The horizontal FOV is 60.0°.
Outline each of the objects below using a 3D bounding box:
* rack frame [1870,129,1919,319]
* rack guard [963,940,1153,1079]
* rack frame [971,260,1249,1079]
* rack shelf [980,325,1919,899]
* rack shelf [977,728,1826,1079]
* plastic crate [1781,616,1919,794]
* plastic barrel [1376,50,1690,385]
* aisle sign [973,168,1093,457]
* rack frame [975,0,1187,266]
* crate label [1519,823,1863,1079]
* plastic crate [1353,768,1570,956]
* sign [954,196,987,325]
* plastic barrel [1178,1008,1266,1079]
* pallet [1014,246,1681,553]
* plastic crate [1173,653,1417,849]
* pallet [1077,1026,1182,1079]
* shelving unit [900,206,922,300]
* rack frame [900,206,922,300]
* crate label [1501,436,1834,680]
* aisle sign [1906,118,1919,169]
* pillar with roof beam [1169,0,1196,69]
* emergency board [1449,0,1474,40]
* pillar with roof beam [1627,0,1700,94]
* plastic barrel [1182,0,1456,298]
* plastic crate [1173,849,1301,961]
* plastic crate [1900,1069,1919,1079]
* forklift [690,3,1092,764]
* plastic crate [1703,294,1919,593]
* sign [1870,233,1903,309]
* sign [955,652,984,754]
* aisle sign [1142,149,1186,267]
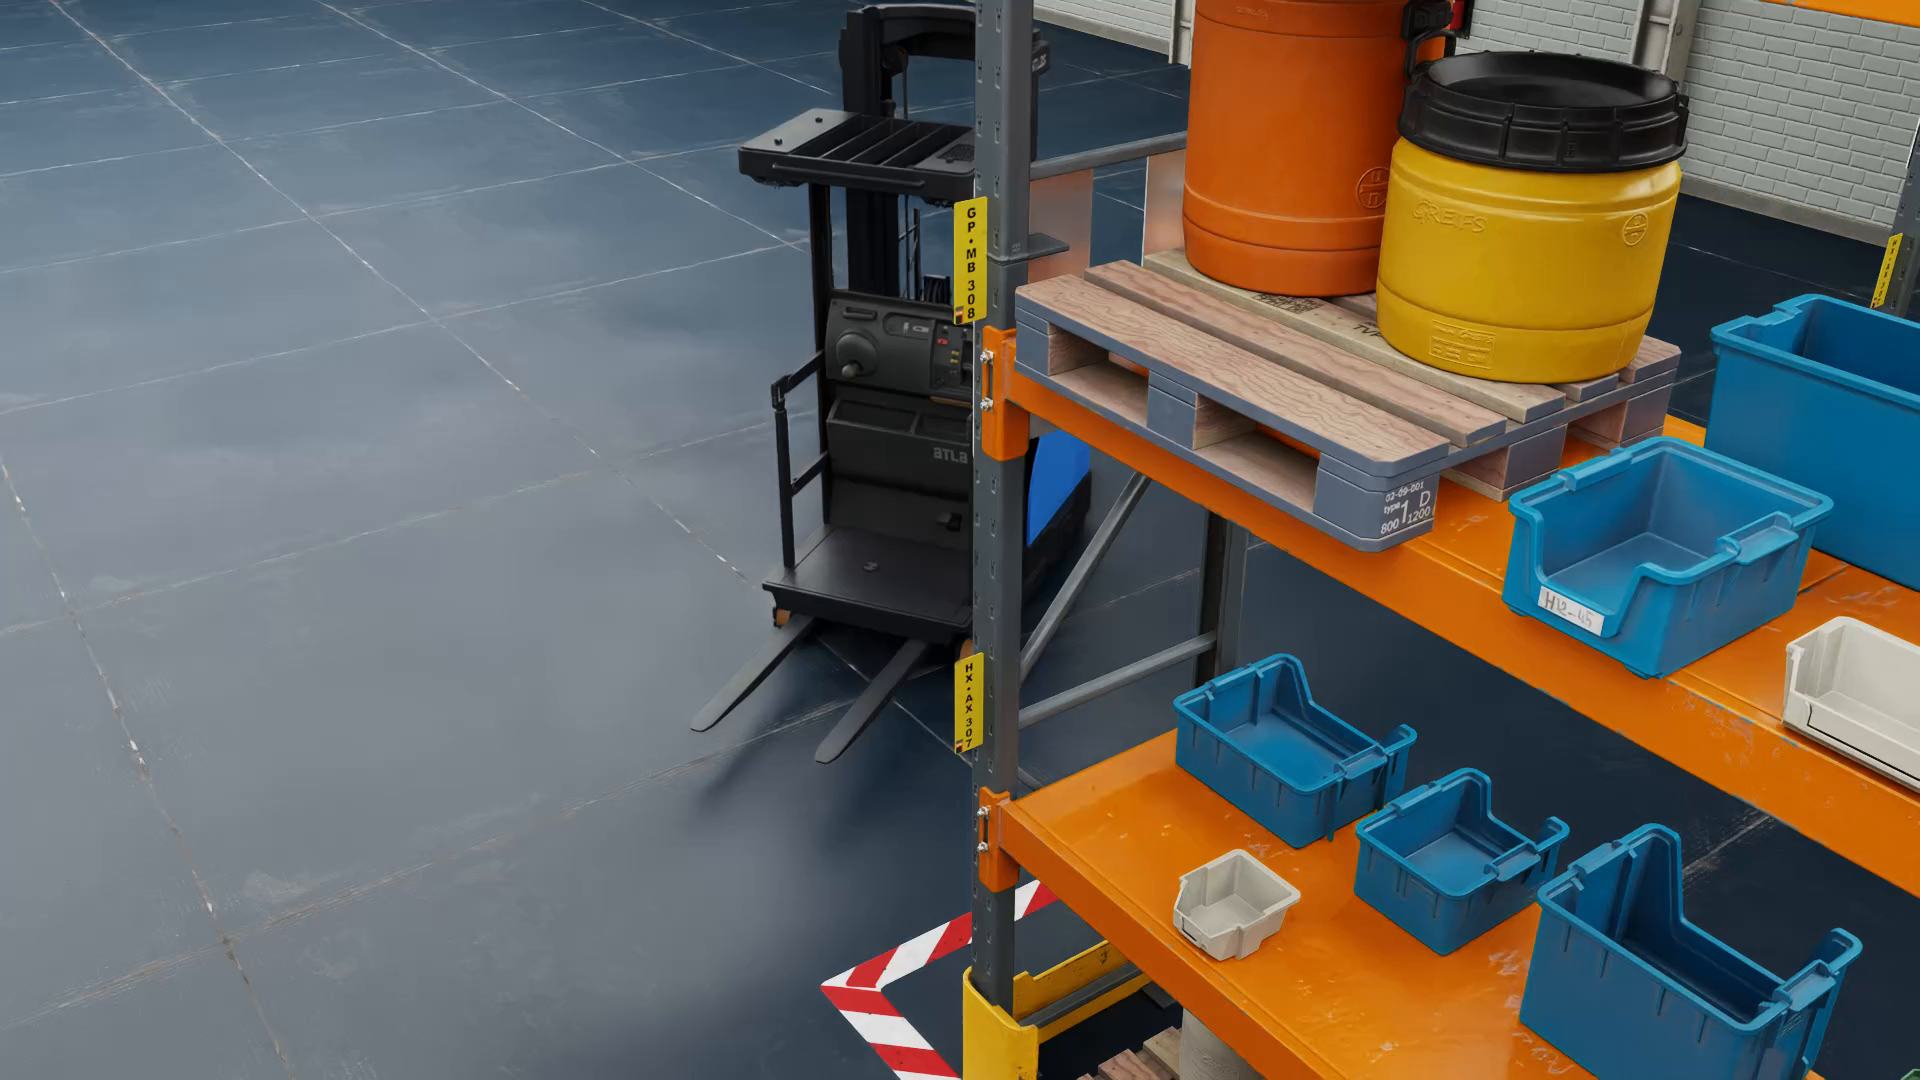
[{"bbox_3d":[4.515,-0.914,7.789,1.000,3.000,0.127,-19,34,-31],"label":"rack frame"},{"bbox_3d":[0.560,1.571,5.833,1.175,0.500,0.348,-19,34,-31],"label":"rack guard"},{"bbox_3d":[0.478,0.456,5.267,1.000,3.000,0.127,-19,34,-31],"label":"rack frame"},{"bbox_3d":[1.638,0.232,3.291,1.077,0.370,4.000,-19,34,-31],"label":"rack shelf"},{"bbox_3d":[1.638,1.550,4.007,1.077,0.370,4.000,-19,34,-31],"label":"rack shelf"},{"bbox_3d":[1.538,0.297,2.694,0.243,0.136,0.396,-19,34,-31],"label":"plastic crate"},{"bbox_3d":[1.242,-0.721,3.655,0.600,0.588,0.600,0,29,0],"label":"plastic barrel"},{"bbox_3d":[0.197,-0.633,4.549,0.394,0.787,0.004,-19,34,-31],"label":"aisle sign"},{"bbox_3d":[0.478,-2.180,3.835,1.000,3.000,0.127,-19,34,-31],"label":"rack frame"},{"bbox_3d":[1.766,1.081,4.079,0.502,0.435,0.616,-19,34,-31],"label":"crate label"},{"bbox_3d":[1.384,0.887,4.629,0.499,0.251,0.408,-19,34,-31],"label":"plastic crate"},{"bbox_3d":[0.027,-0.715,4.272,0.100,0.325,0.005,-19,34,-31],"label":"sign"},{"bbox_3d":[0.922,1.600,5.328,0.421,0.512,0.421,0,29,0],"label":"plastic barrel"},{"bbox_3d":[0.878,-0.430,3.954,1.003,0.211,1.213,-19,34,-31],"label":"pallet"},{"bbox_3d":[1.012,0.633,5.097,0.499,0.251,0.616,-19,34,-31],"label":"plastic crate"},{"bbox_3d":[1.027,2.015,5.318,1.003,0.211,1.213,-19,34,-31],"label":"pallet"},{"bbox_3d":[0.161,-1.086,9.678,1.083,1.500,0.587,10,30,17],"label":"shelving unit"},{"bbox_3d":[-0.326,-1.170,9.832,0.032,1.500,0.500,10,30,17],"label":"rack frame"},{"bbox_3d":[1.294,0.022,3.078,0.502,0.251,0.408,-19,34,-31],"label":"crate label"},{"bbox_3d":[4.227,-1.997,7.060,0.394,0.787,0.004,-19,34,-31],"label":"aisle sign"},{"bbox_3d":[-0.809,-8.363,15.221,9.100,9.000,0.400,-19,34,-31],"label":"pillar with roof beam"},{"bbox_3d":[4.776,-5.558,16.340,0.194,1.169,0.643,-19,34,-31],"label":"emergency board"},{"bbox_3d":[2.671,-6.031,10.926,9.100,9.000,0.400,-19,34,-31],"label":"pillar with roof beam"},{"bbox_3d":[0.863,-1.082,4.065,0.600,0.830,0.708,-19,34,-31],"label":"plastic barrel"},{"bbox_3d":[0.735,1.009,4.525,0.298,0.136,0.250,-19,34,-31],"label":"plastic crate"},{"bbox_3d":[2.240,1.498,3.570,0.450,0.188,0.662,-19,34,-31],"label":"plastic crate"},{"bbox_3d":[-0.291,-0.874,7.788,1.130,2.935,3.031,11,30,20],"label":"forklift"},{"bbox_3d":[1.829,-0.197,3.343,0.392,0.384,0.575,-19,34,-31],"label":"plastic crate"},{"bbox_3d":[4.059,-1.178,7.285,0.100,0.325,0.005,-19,34,-31],"label":"sign"},{"bbox_3d":[0.027,0.485,4.924,0.100,0.325,0.005,-19,34,-31],"label":"sign"},{"bbox_3d":[0.678,-0.796,4.850,0.394,0.787,0.004,-19,34,-31],"label":"aisle sign"}]
